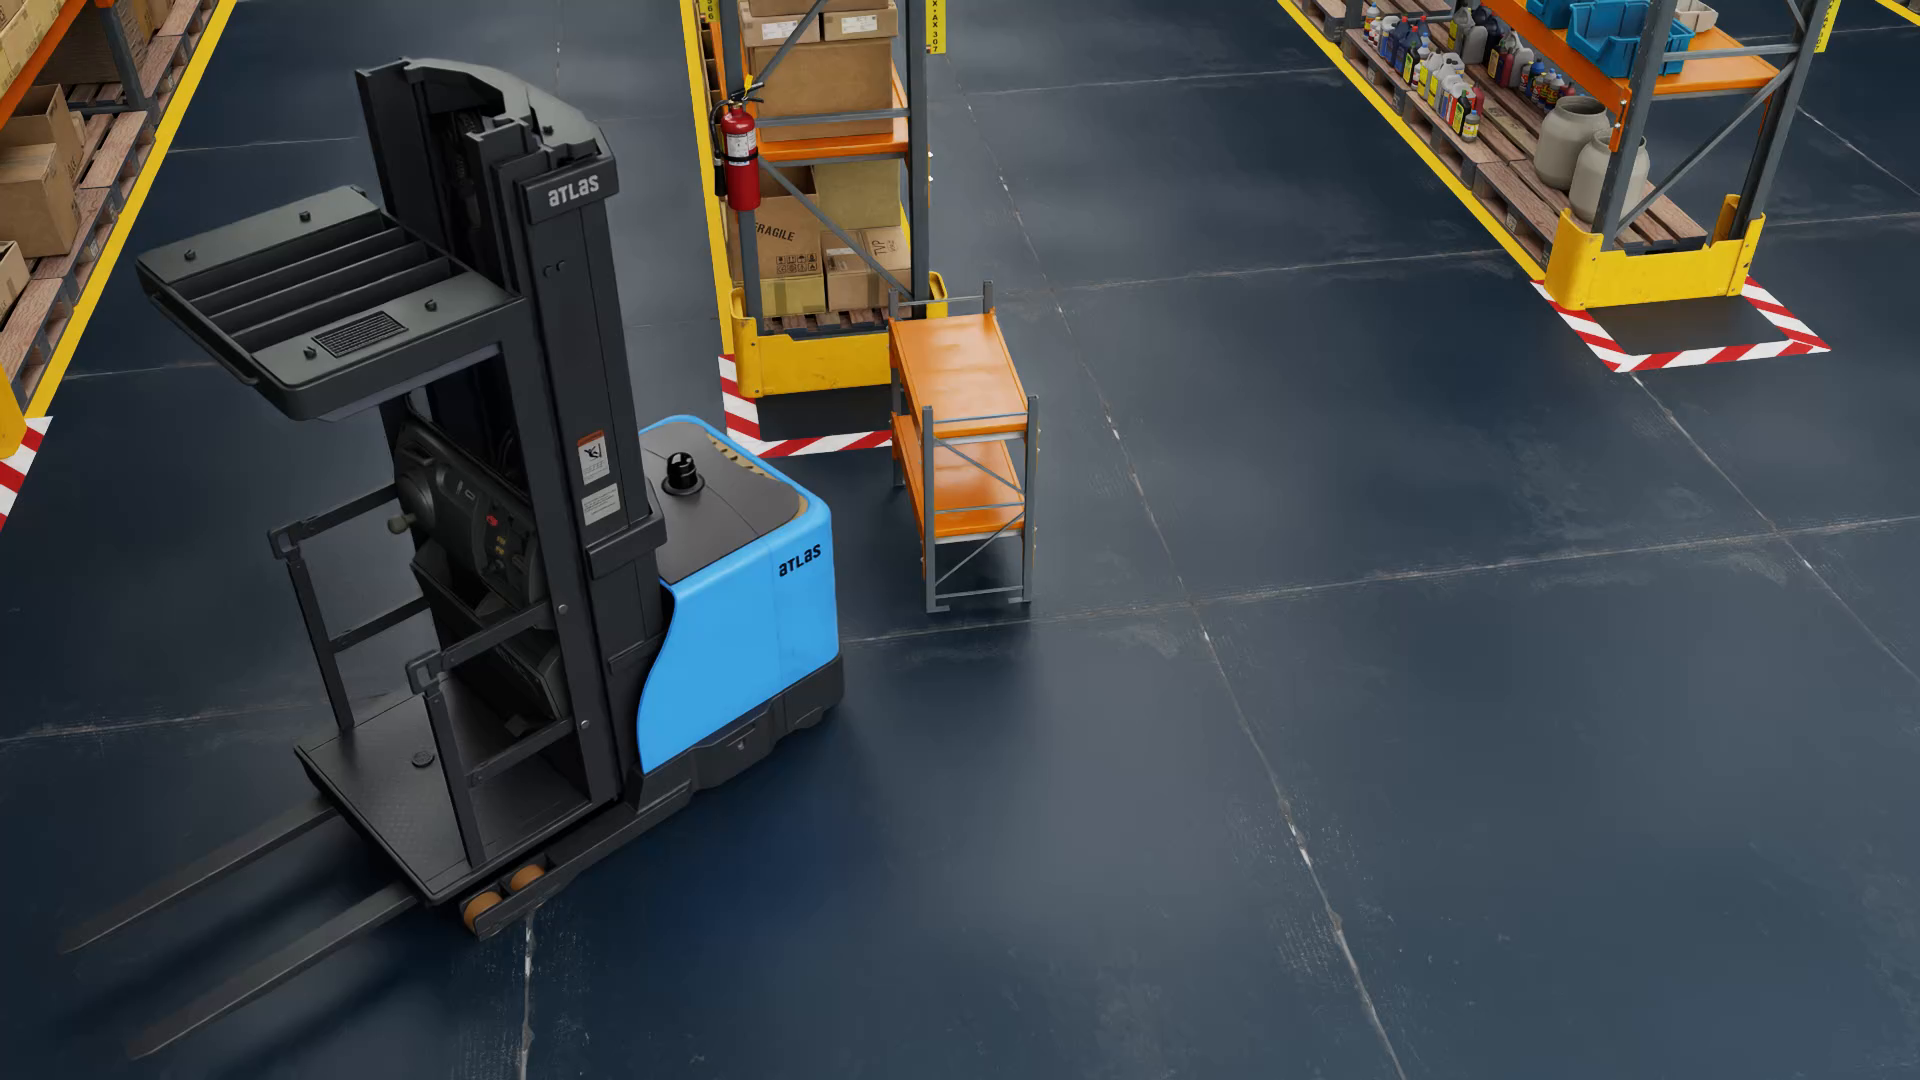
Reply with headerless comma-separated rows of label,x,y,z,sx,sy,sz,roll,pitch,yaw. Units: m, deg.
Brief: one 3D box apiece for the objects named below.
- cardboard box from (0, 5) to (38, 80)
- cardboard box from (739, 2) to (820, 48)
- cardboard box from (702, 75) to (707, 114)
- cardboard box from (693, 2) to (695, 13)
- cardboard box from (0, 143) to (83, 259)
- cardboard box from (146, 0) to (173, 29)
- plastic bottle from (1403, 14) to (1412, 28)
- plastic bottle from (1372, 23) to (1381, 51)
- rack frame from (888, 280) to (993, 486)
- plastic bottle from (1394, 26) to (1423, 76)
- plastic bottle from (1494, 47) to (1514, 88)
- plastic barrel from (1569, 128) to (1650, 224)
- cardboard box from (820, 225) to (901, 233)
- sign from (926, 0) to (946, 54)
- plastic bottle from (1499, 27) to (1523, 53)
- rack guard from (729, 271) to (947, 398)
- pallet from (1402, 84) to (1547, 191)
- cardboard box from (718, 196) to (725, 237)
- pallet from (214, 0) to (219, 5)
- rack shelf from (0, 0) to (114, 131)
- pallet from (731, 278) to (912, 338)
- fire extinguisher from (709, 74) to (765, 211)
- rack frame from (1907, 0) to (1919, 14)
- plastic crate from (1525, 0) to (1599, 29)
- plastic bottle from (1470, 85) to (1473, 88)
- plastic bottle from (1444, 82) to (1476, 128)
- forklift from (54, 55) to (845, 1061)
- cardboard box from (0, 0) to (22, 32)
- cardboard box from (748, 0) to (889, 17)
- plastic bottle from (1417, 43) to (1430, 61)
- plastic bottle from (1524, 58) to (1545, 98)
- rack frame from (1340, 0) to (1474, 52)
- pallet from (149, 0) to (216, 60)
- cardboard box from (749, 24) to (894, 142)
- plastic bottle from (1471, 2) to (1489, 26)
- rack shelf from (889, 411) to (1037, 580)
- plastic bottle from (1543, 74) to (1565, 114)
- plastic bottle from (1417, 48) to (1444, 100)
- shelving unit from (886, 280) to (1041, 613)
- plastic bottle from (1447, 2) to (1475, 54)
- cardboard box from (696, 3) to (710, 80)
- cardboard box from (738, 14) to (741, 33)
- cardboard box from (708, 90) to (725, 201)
cardboard box,-5.593,-2.810,9.427,0.500,0.250,0.500,-6,38,-8
cardboard box,-0.924,-2.647,8.502,0.380,0.149,0.250,-7,38,-9
cardboard box,-1.505,-3.022,11.493,0.500,0.250,0.500,-6,38,-8
cardboard box,-1.815,-4.162,12.961,0.500,0.250,0.500,-7,38,-9
cardboard box,-5.757,-2.013,9.975,0.700,0.500,0.500,-9,39,-11
cardboard box,-6.582,-4.271,12.881,0.700,0.500,0.500,-6,38,-7
plastic bottle,3.320,-3.768,12.411,0.061,0.283,0.133,-6,38,-8
plastic bottle,3.167,-3.794,12.511,0.097,0.201,0.097,0,38,0
rack frame,-0.090,-0.755,8.205,0.500,1.125,0.032,-6,38,-8
plastic bottle,3.273,-3.569,12.100,0.144,0.351,0.185,-8,39,-10
plastic bottle,3.914,-3.409,11.949,0.061,0.283,0.133,-6,38,-8
plastic barrel,4.018,-2.244,10.279,0.421,0.512,0.421,0,38,0
cardboard box,-0.635,-1.870,10.012,0.500,0.250,0.500,-6,38,-8
sign,-0.122,-2.570,8.243,0.100,0.325,0.005,-6,38,-8
plastic bottle,3.994,-3.546,12.070,0.144,0.351,0.185,-6,38,-8
rack guard,-0.665,-1.139,9.209,1.175,0.500,0.348,-6,38,-8
pallet,3.801,-2.838,11.631,1.003,0.211,1.213,-6,38,-8
cardboard box,-1.243,-2.116,10.327,0.500,0.250,0.500,-6,38,-8
pallet,-6.812,-4.865,14.240,1.003,0.211,1.213,-6,38,-8
rack shelf,-5.896,-2.530,9.548,1.077,0.370,4.000,-6,38,-8
pallet,-0.844,-1.497,9.905,1.003,0.211,1.213,-6,38,-8
fire extinguisher,-1.106,-1.989,8.328,0.296,0.674,0.183,-6,38,-8
rack frame,8.383,-5.620,12.939,1.000,3.000,0.127,-6,38,-8
plastic crate,3.718,-3.276,10.043,0.499,0.251,0.408,-6,38,-8
plastic bottle,3.533,-3.066,11.574,0.097,0.201,0.097,0,38,0
plastic bottle,3.438,-2.987,11.411,0.152,0.276,0.135,-6,38,-8
forklift,-1.910,-0.033,5.803,3.031,2.935,1.130,-30,47,-33
cardboard box,-5.597,-3.094,9.183,0.500,0.500,0.500,-5,38,-7
cardboard box,-0.748,-3.008,8.438,0.700,0.500,0.500,-6,38,-8
plastic bottle,3.336,-3.453,12.015,0.097,0.271,0.097,0,38,0
plastic bottle,4.084,-3.286,11.800,0.097,0.271,0.097,0,38,0
rack frame,3.507,-5.088,12.254,1.000,3.000,0.127,-6,38,-8
pallet,-6.602,-4.129,13.293,1.003,0.211,1.213,-6,38,-8
cardboard box,-0.738,-2.464,8.795,0.700,0.500,0.500,-6,38,-8
plastic bottle,3.904,-3.857,12.470,0.144,0.351,0.185,-7,38,-9
rack shelf,-0.001,-0.255,7.960,0.538,0.278,1.000,-6,38,-8
plastic bottle,4.137,-3.103,11.565,0.097,0.271,0.097,0,38,0
plastic bottle,3.348,-3.312,11.769,0.144,0.351,0.185,-7,38,-8
shelving unit,-0.001,-0.448,7.810,0.538,1.125,1.048,-6,38,-8
plastic bottle,3.762,-3.842,12.451,0.144,0.351,0.185,-6,38,-8
cardboard box,-1.502,-3.318,11.264,0.500,0.500,0.500,-6,38,-8
cardboard box,-1.012,-3.399,9.998,0.700,0.500,0.500,-5,38,-7
cardboard box,-1.246,-2.411,10.097,0.500,0.500,0.500,-6,38,-8
